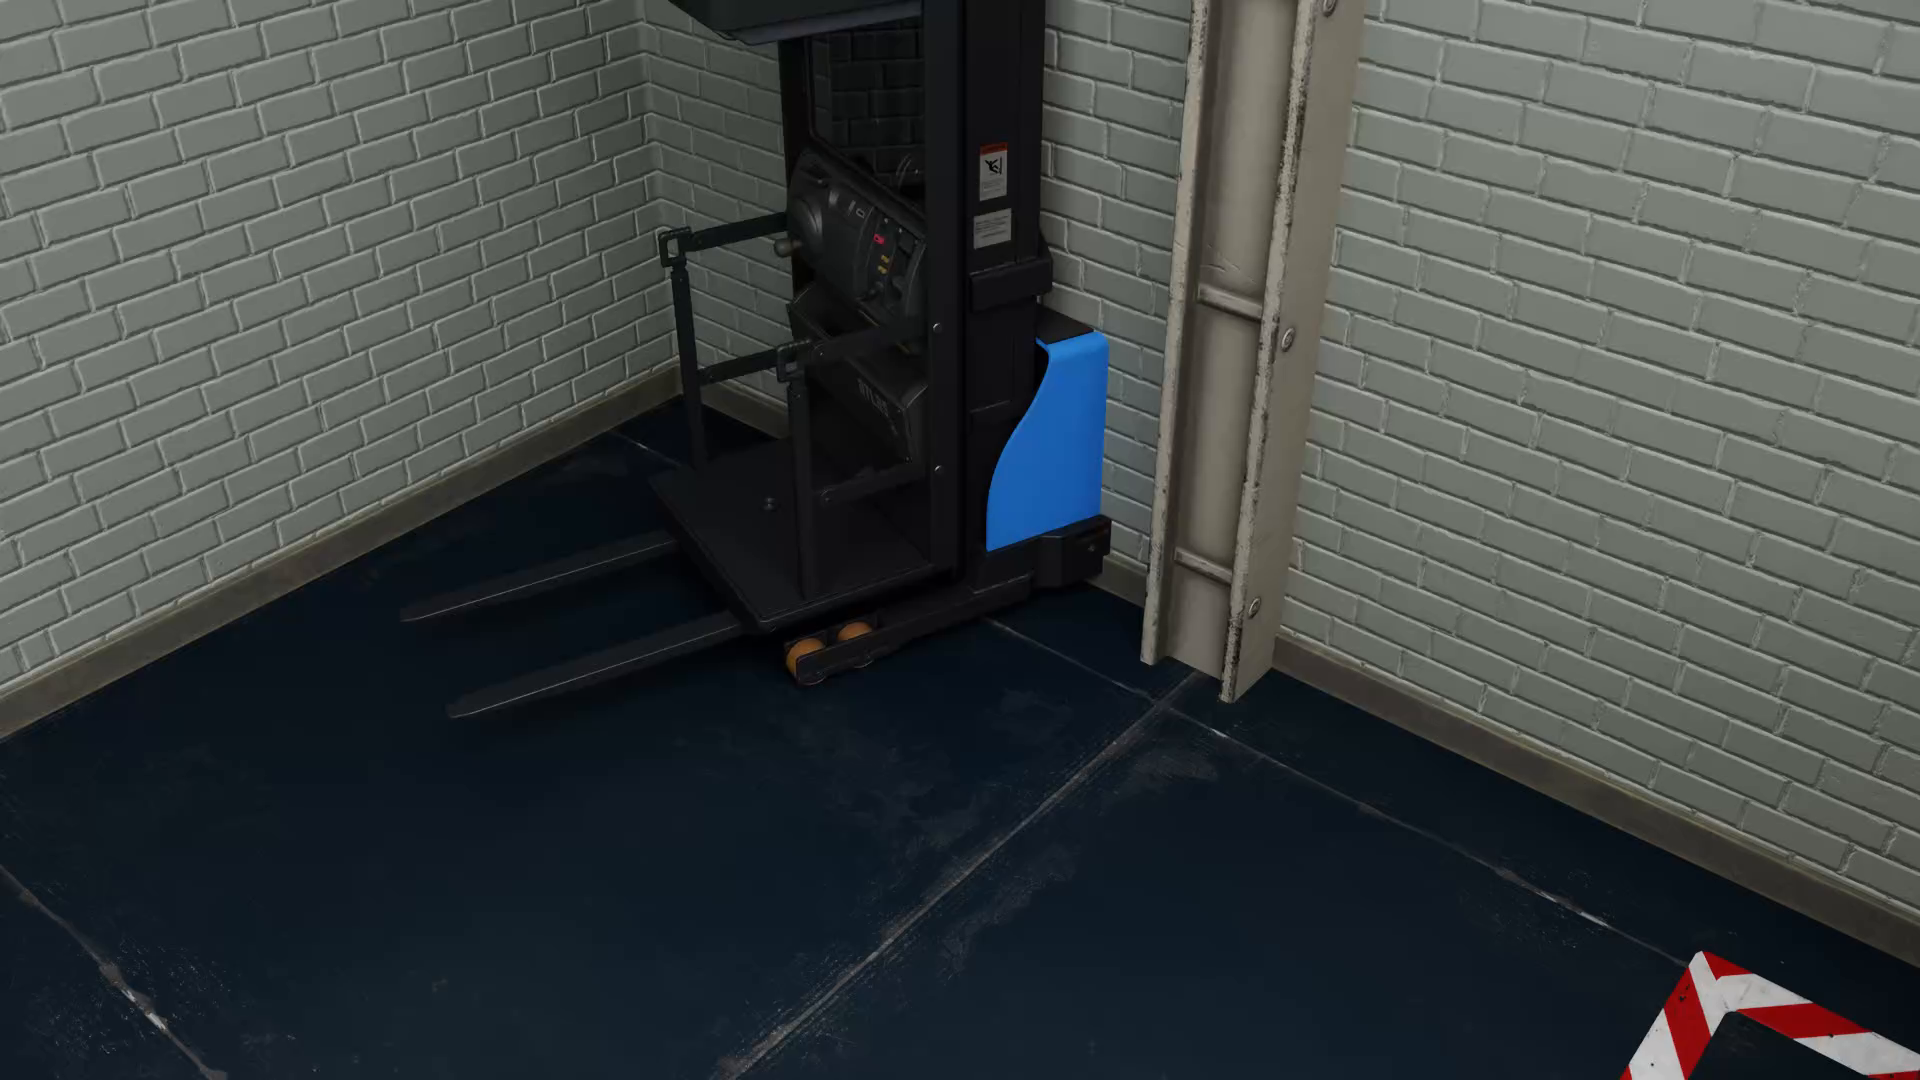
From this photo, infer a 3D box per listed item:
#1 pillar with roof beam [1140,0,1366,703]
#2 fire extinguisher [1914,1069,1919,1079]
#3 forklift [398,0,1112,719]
[{"bbox_3d":[-1.846,-1.393,0.829,0.400,9.000,9.100,25,42,32],"label":"pillar with roof beam"},{"bbox_3d":[1.995,0.909,3.174,0.183,0.674,0.296,25,42,32],"label":"fire extinguisher"},{"bbox_3d":[-0.545,-1.029,5.660,3.031,2.935,1.130,-18,38,-24],"label":"forklift"}]
